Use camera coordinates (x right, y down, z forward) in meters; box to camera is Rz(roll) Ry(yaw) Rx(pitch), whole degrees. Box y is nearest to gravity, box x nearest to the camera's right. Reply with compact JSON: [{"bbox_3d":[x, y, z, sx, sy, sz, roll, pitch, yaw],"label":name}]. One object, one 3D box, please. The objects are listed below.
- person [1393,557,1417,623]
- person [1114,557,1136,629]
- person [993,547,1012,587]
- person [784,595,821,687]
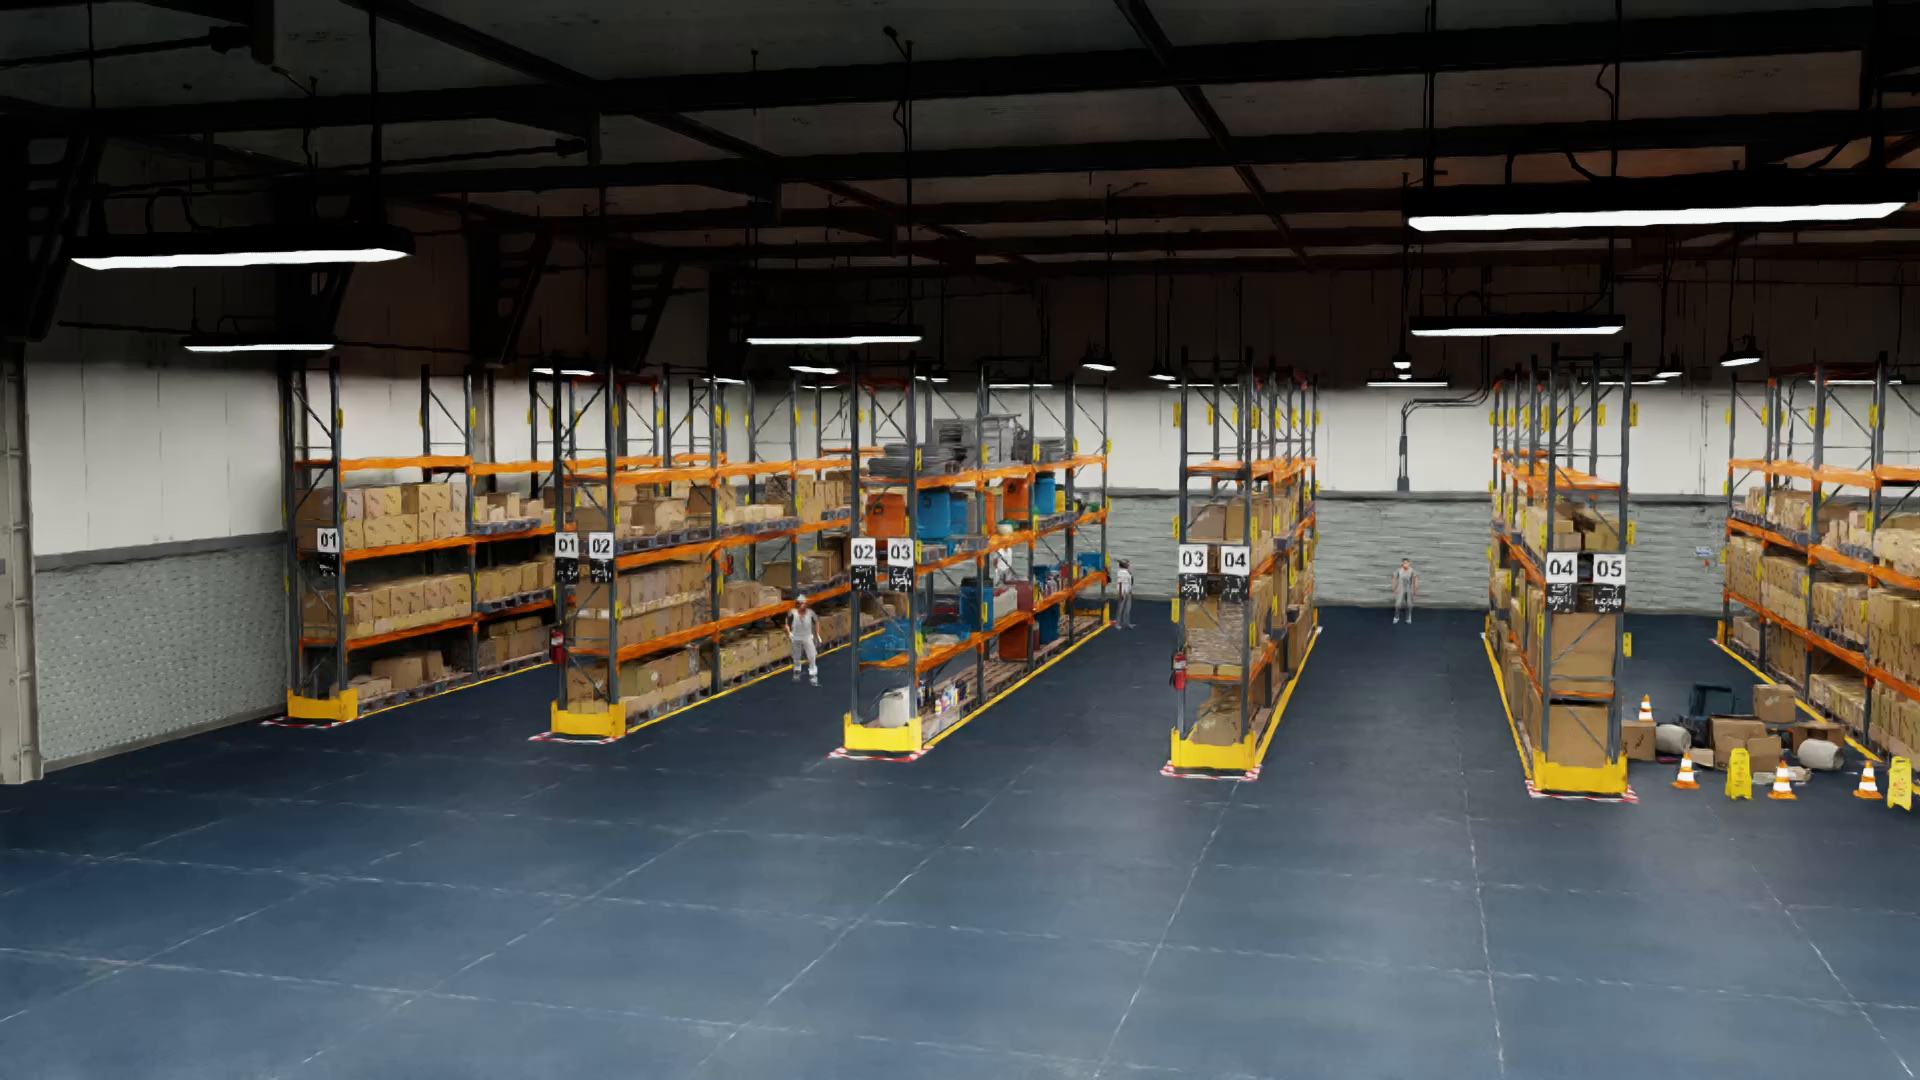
[{"bbox_3d":[10.855,1.223,40.575,0.580,1.618,0.507,1,4,13],"label":"person"},{"bbox_3d":[3.890,1.252,39.438,0.379,1.688,0.579,3,5,31],"label":"person"},{"bbox_3d":[1.068,0.809,45.138,0.741,1.773,0.498,-2,5,-28],"label":"person"},{"bbox_3d":[-2.926,1.857,31.004,0.684,1.714,0.845,0,4,-1],"label":"person"}]
